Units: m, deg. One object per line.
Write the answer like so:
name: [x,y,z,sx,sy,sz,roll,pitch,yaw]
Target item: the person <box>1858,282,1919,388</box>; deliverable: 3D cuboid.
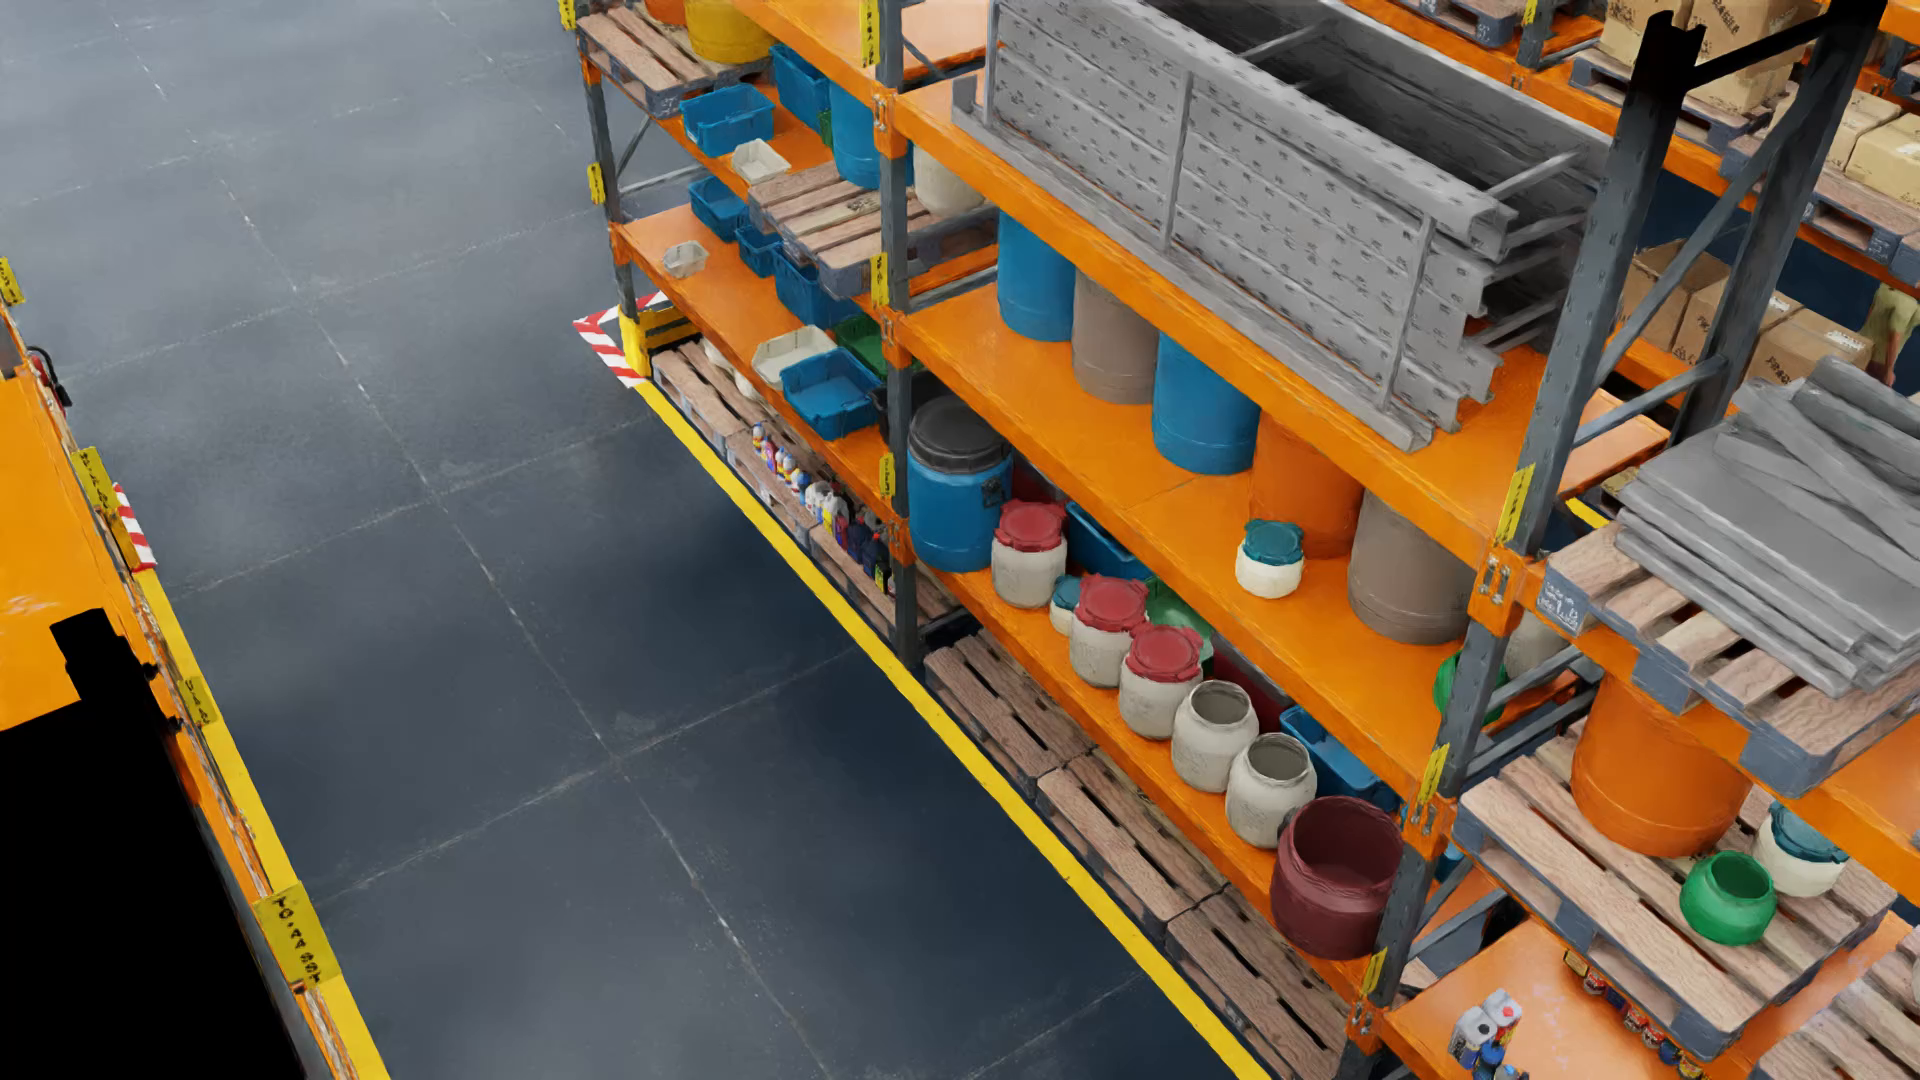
person: [6.623,-1.334,11.954,0.569,1.668,0.560,-1,43,-1]
